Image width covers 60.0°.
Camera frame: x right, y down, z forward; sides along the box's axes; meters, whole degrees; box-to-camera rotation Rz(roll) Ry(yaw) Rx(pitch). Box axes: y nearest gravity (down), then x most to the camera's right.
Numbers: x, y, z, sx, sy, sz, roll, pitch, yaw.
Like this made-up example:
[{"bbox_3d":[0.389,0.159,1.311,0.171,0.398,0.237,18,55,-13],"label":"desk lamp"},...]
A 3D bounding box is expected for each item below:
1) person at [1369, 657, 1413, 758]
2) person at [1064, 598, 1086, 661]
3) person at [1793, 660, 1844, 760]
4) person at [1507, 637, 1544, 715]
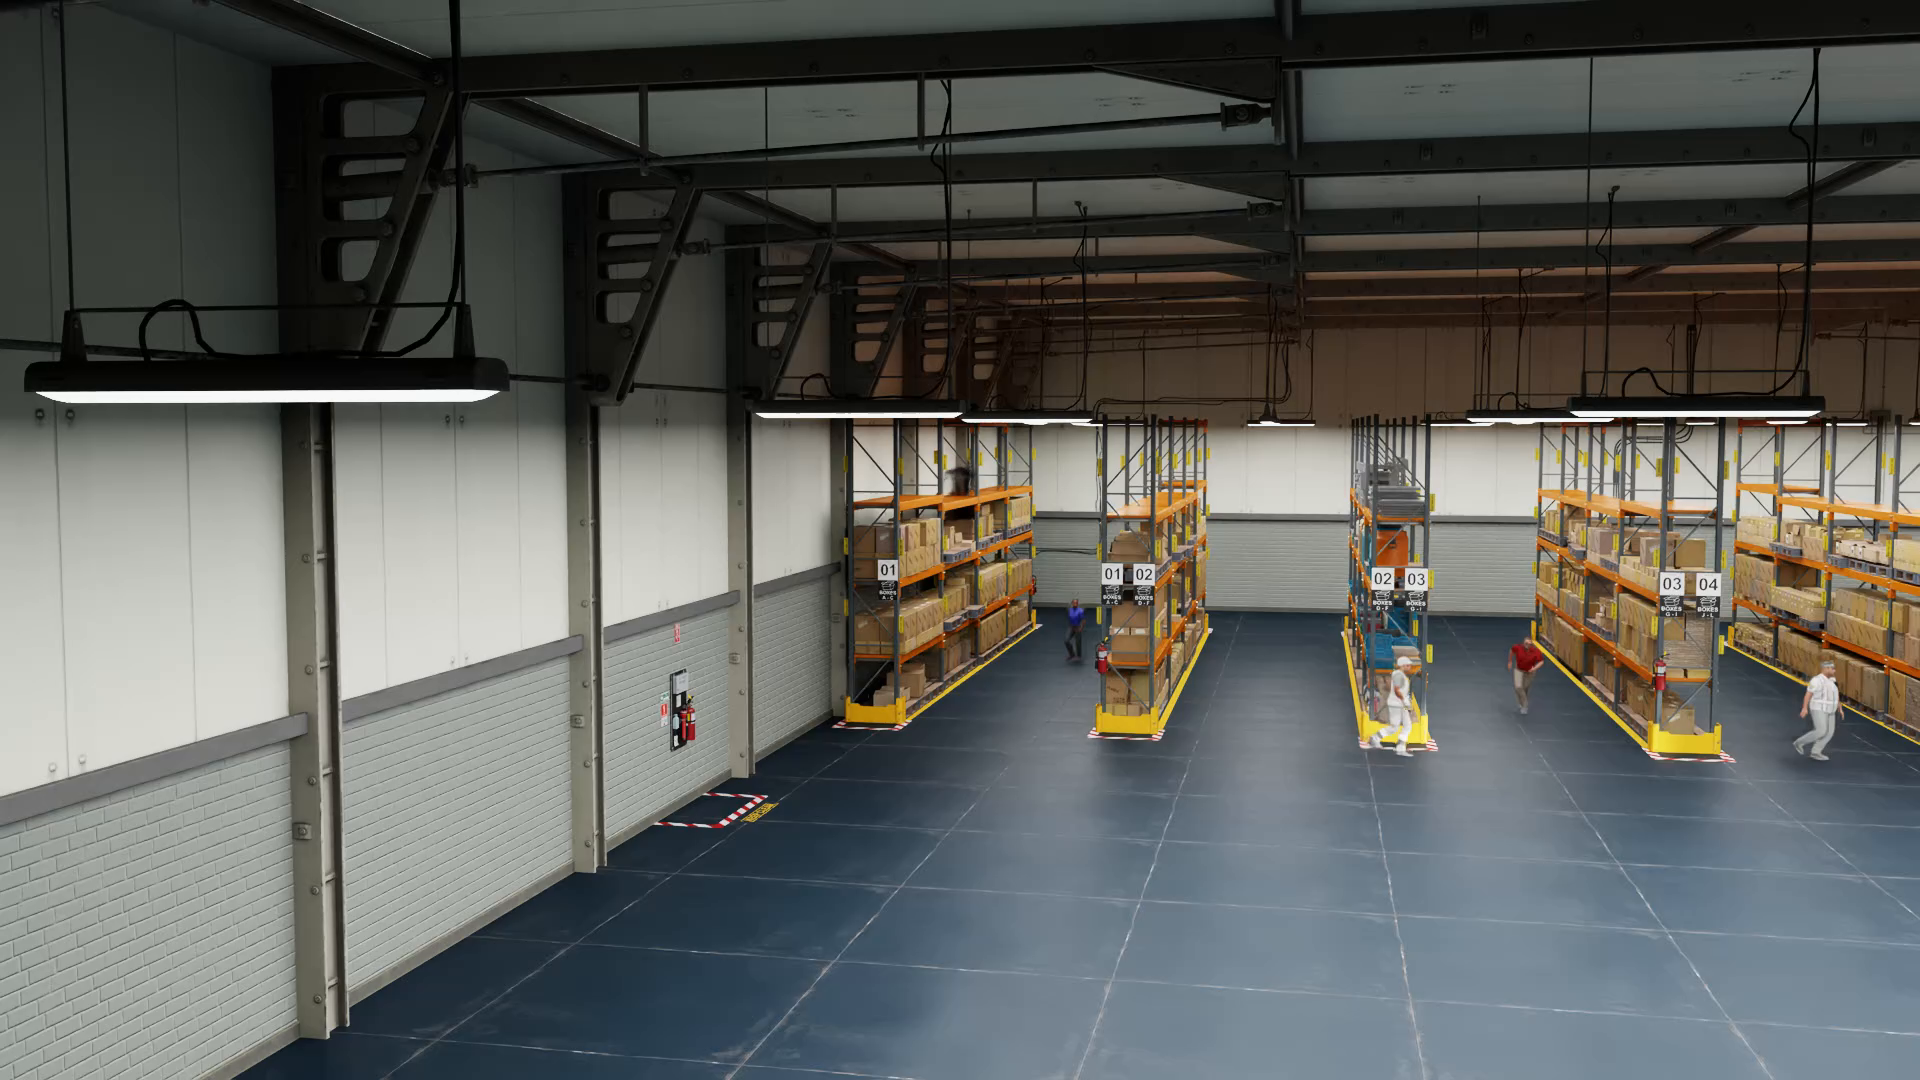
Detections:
[{"bbox_3d":[7.567,2.911,29.164,0.786,1.757,0.640,2,4,27],"label":"person"},{"bbox_3d":[2.854,2.190,40.831,0.562,1.593,0.738,2,4,25],"label":"person"},{"bbox_3d":[14.878,2.938,28.812,0.772,1.728,0.574,-2,4,-28],"label":"person"},{"bbox_3d":[11.427,2.691,33.625,0.672,1.569,1.074,1,4,16],"label":"person"}]
